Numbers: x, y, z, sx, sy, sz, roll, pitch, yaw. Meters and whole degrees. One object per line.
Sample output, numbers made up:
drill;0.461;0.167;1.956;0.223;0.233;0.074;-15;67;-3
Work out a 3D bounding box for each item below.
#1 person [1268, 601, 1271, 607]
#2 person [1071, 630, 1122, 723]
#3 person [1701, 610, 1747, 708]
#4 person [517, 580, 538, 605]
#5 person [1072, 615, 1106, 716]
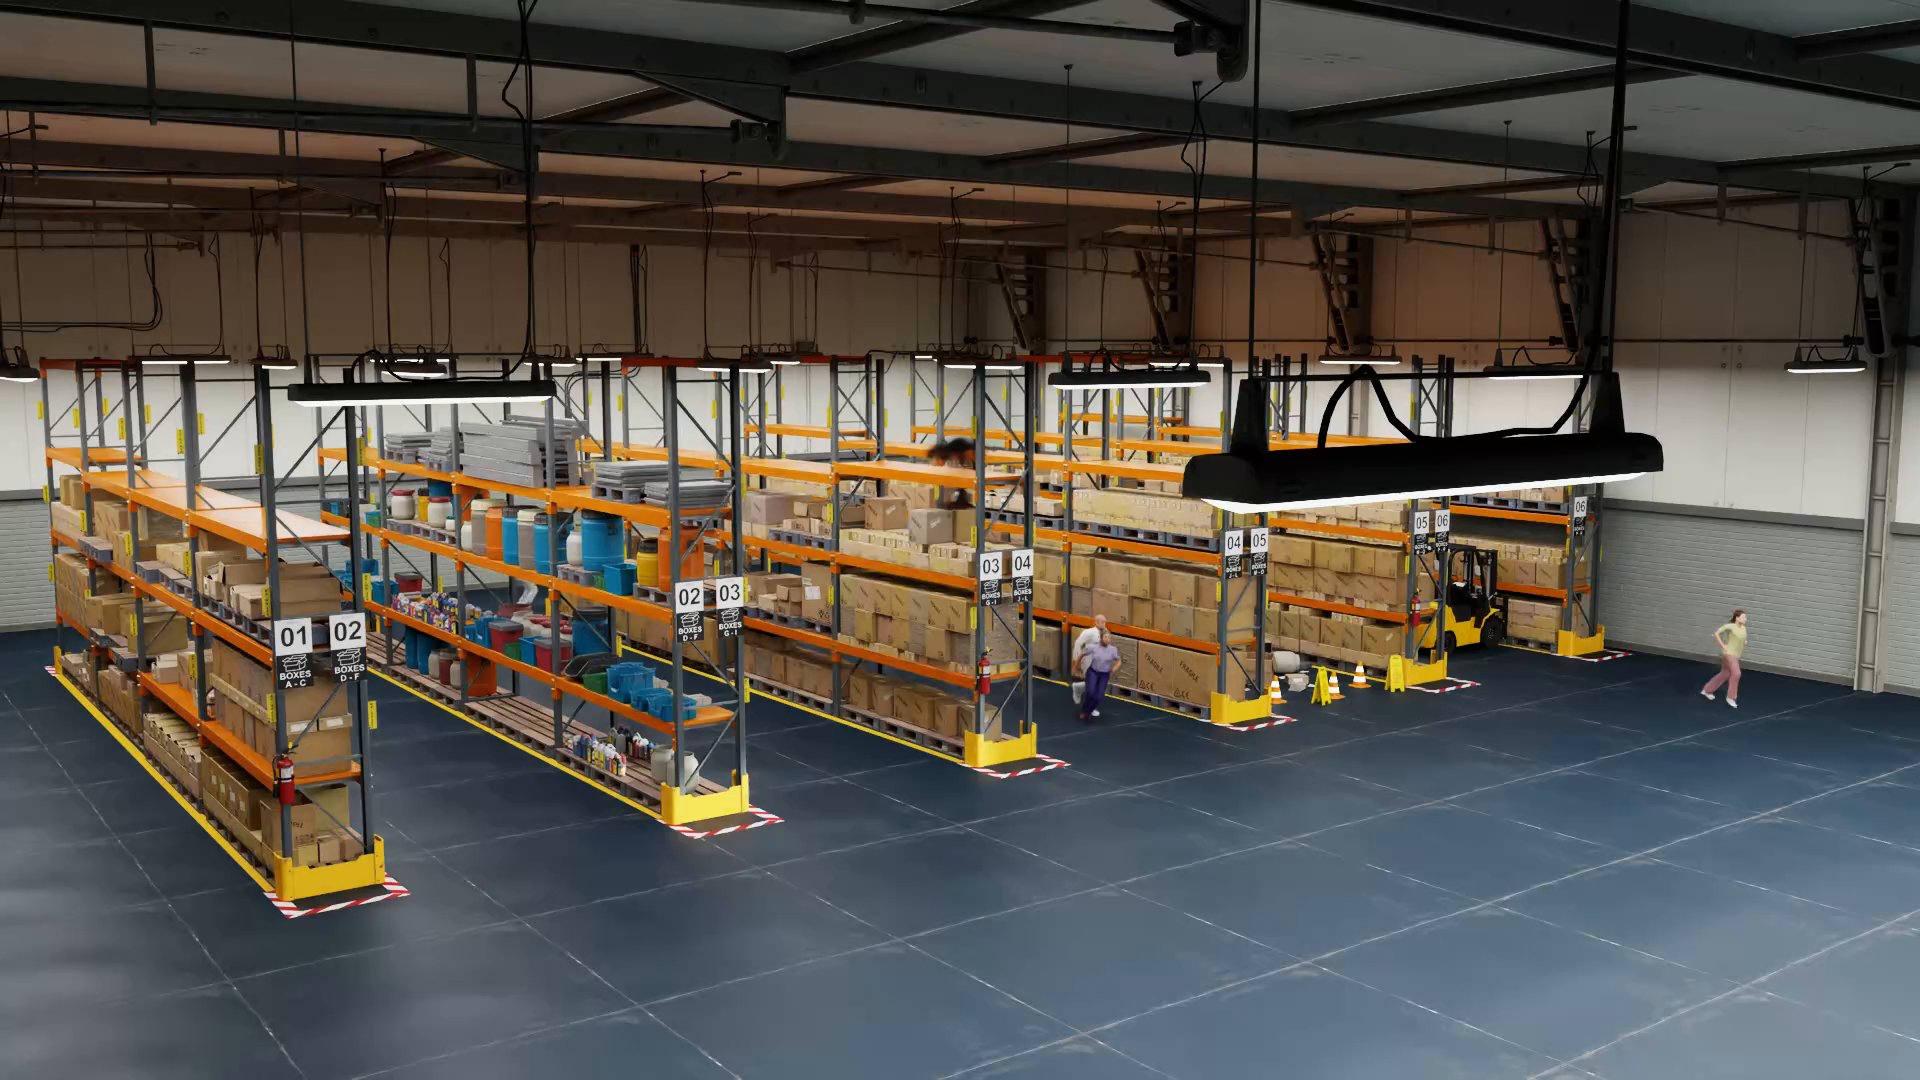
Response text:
person;7.266;0.968;38.030;0.955;1.632;0.574;5;9;37
person;2.302;2.269;27.572;0.799;1.548;0.632;-2;7;-15
person;13.454;2.033;29.102;0.693;1.650;0.785;-5;8;-35
person;-10.061;0.906;38.725;0.578;1.674;0.659;-1;7;-4
person;2.218;2.100;28.257;0.717;1.714;0.704;6;9;39
